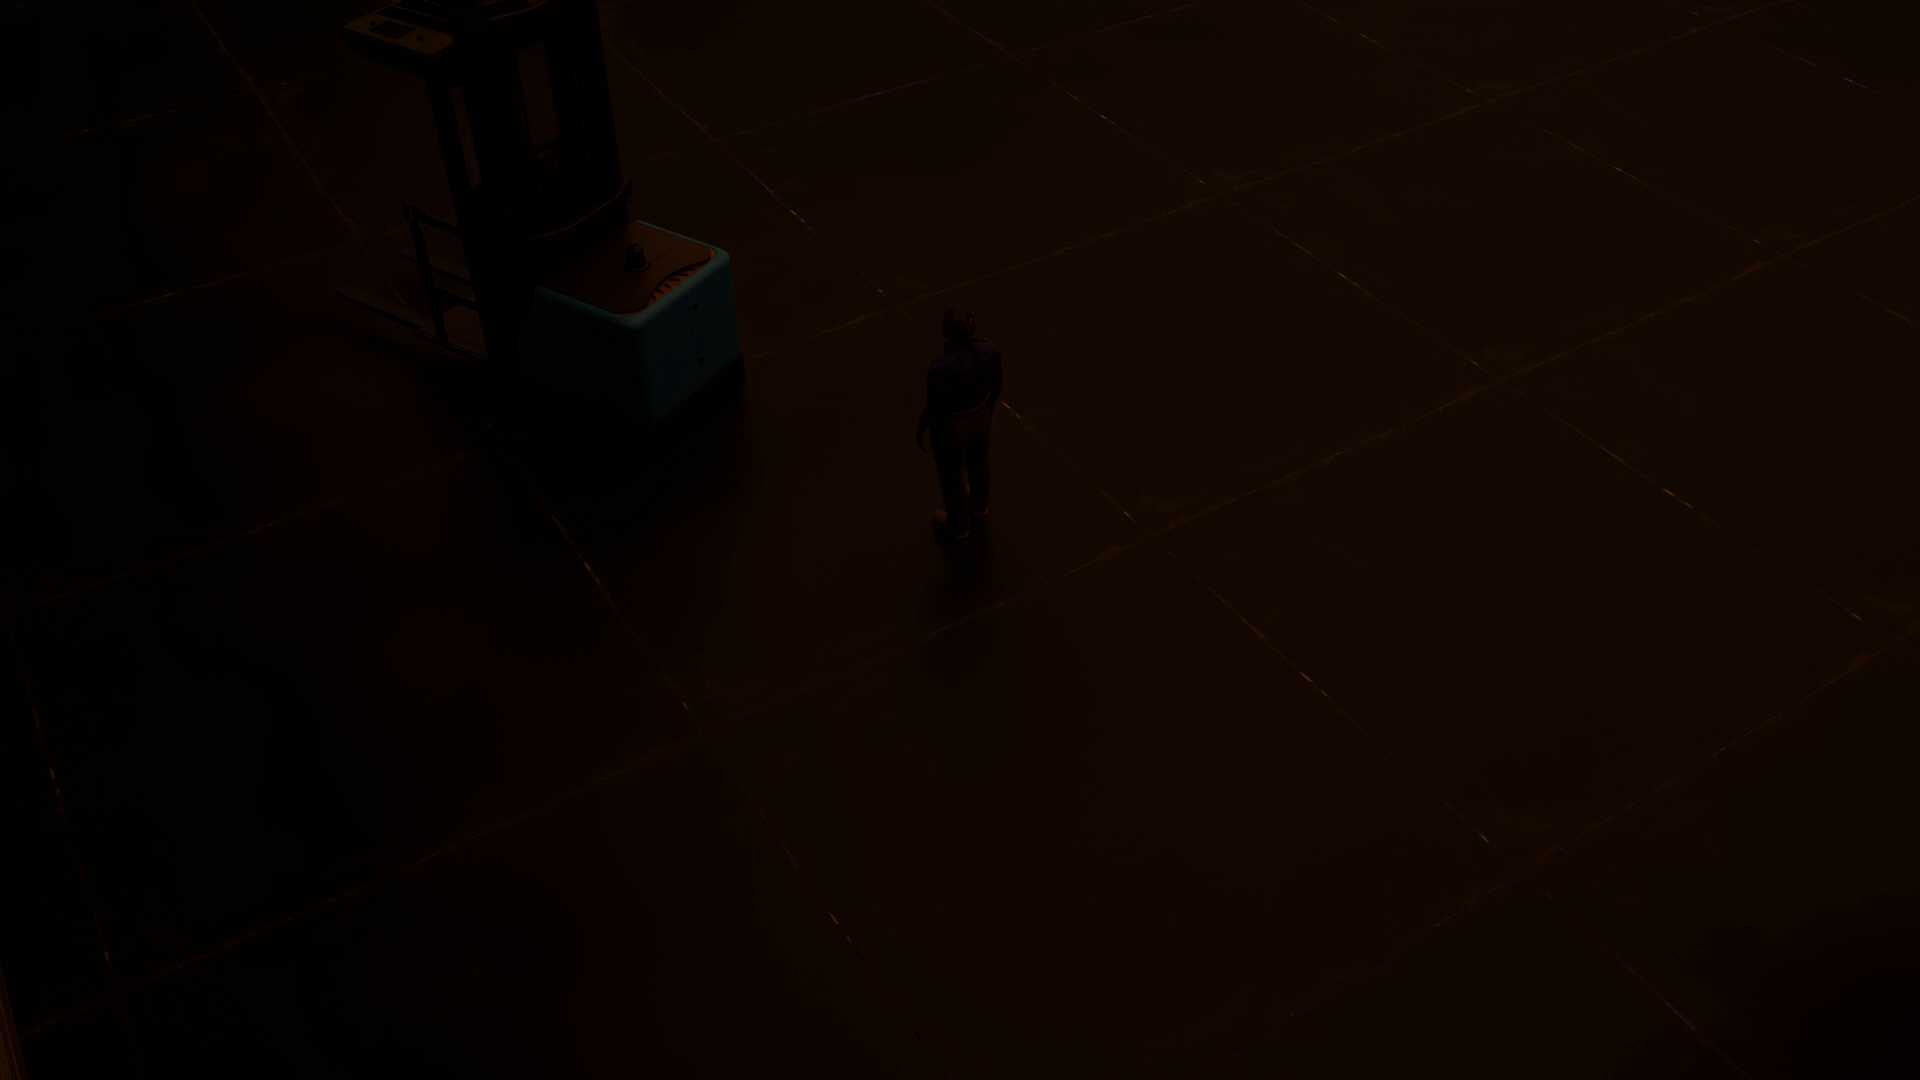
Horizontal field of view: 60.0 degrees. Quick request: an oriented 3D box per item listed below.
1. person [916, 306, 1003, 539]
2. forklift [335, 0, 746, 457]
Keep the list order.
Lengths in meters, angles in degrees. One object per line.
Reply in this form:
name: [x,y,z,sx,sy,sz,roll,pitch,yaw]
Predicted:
person: [-0.031,-0.714,9.586,0.570,1.655,0.503,-23,46,-24]
forklift: [-2.968,-2.370,10.583,3.031,2.935,1.130,22,46,23]
